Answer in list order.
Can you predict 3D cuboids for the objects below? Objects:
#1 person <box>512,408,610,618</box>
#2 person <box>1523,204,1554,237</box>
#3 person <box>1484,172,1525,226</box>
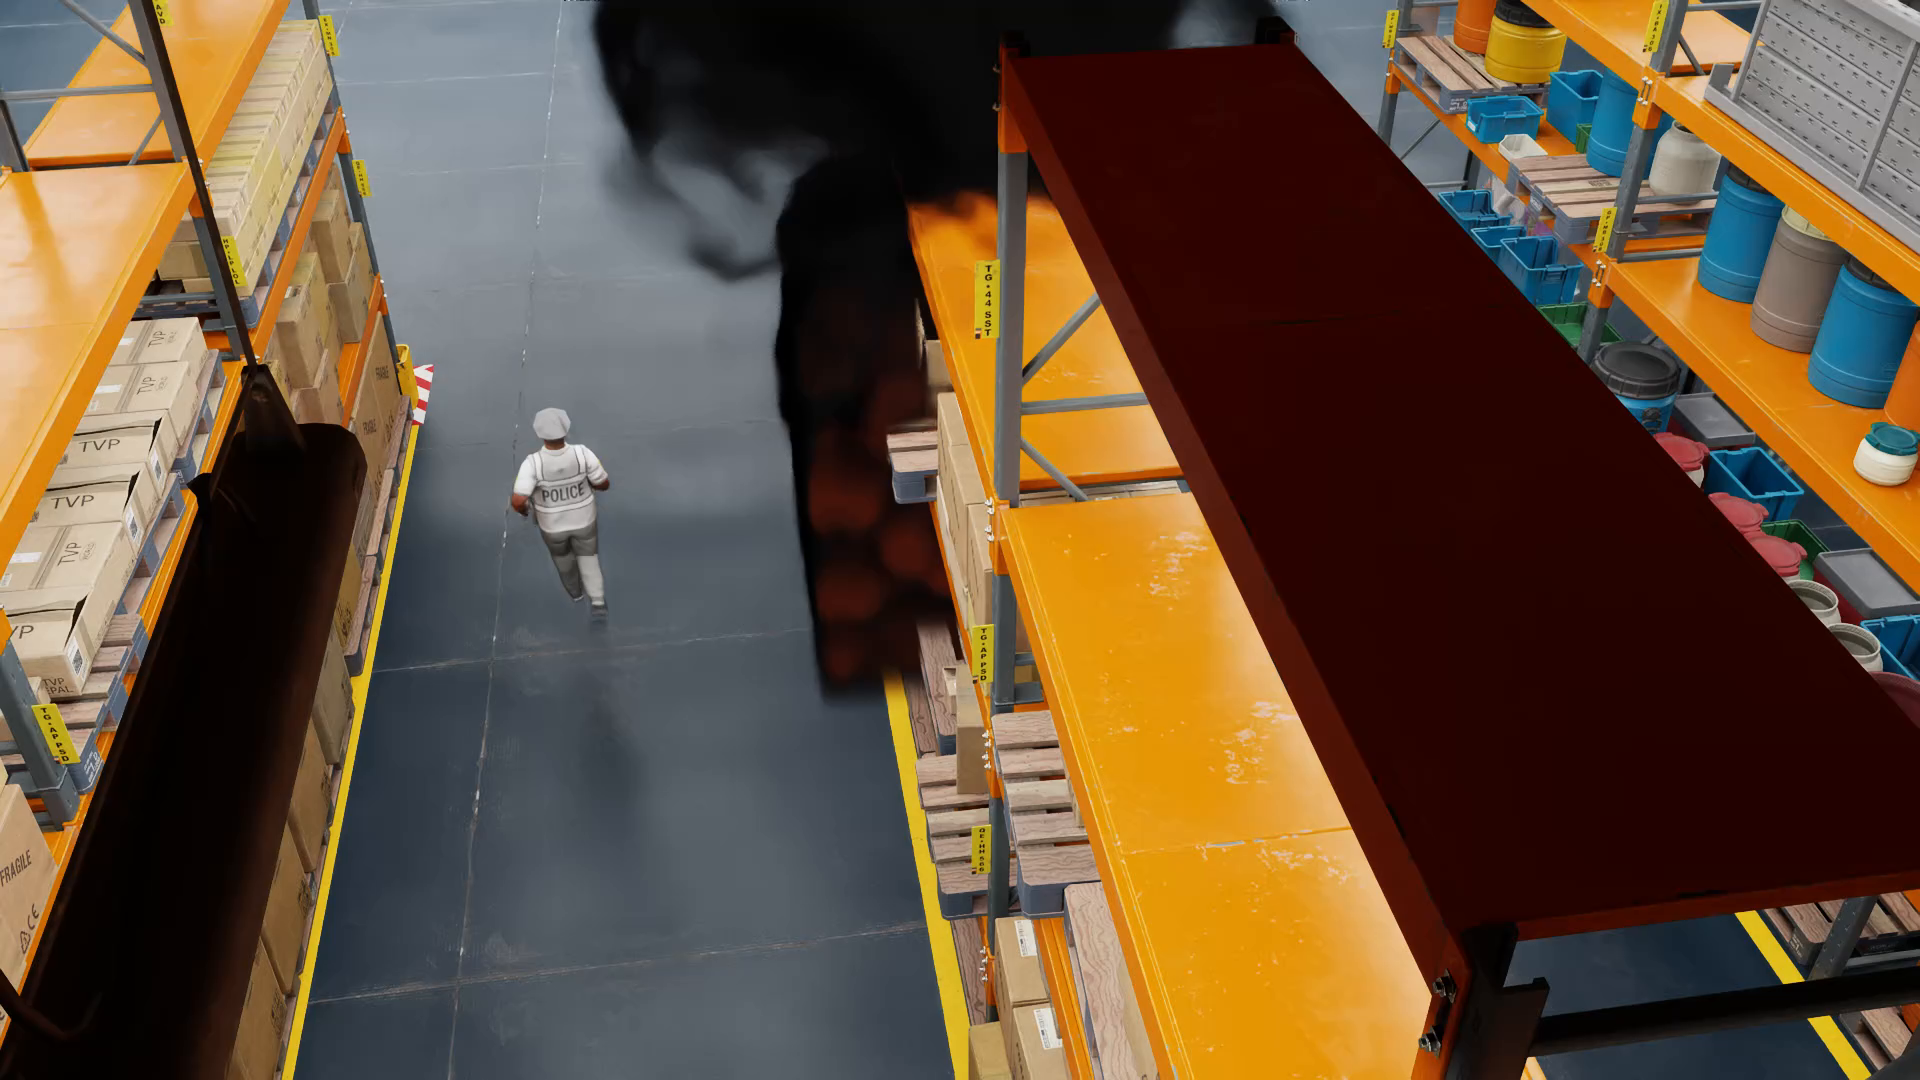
[{"bbox_3d":[-2.785,-0.167,11.713,0.678,1.754,0.917,-11,38,-15],"label":"person"},{"bbox_3d":[5.578,-2.873,16.021,0.564,1.612,0.838,-12,38,-15],"label":"person"},{"bbox_3d":[5.379,-3.291,16.492,0.564,1.715,0.813,27,44,32],"label":"person"}]
